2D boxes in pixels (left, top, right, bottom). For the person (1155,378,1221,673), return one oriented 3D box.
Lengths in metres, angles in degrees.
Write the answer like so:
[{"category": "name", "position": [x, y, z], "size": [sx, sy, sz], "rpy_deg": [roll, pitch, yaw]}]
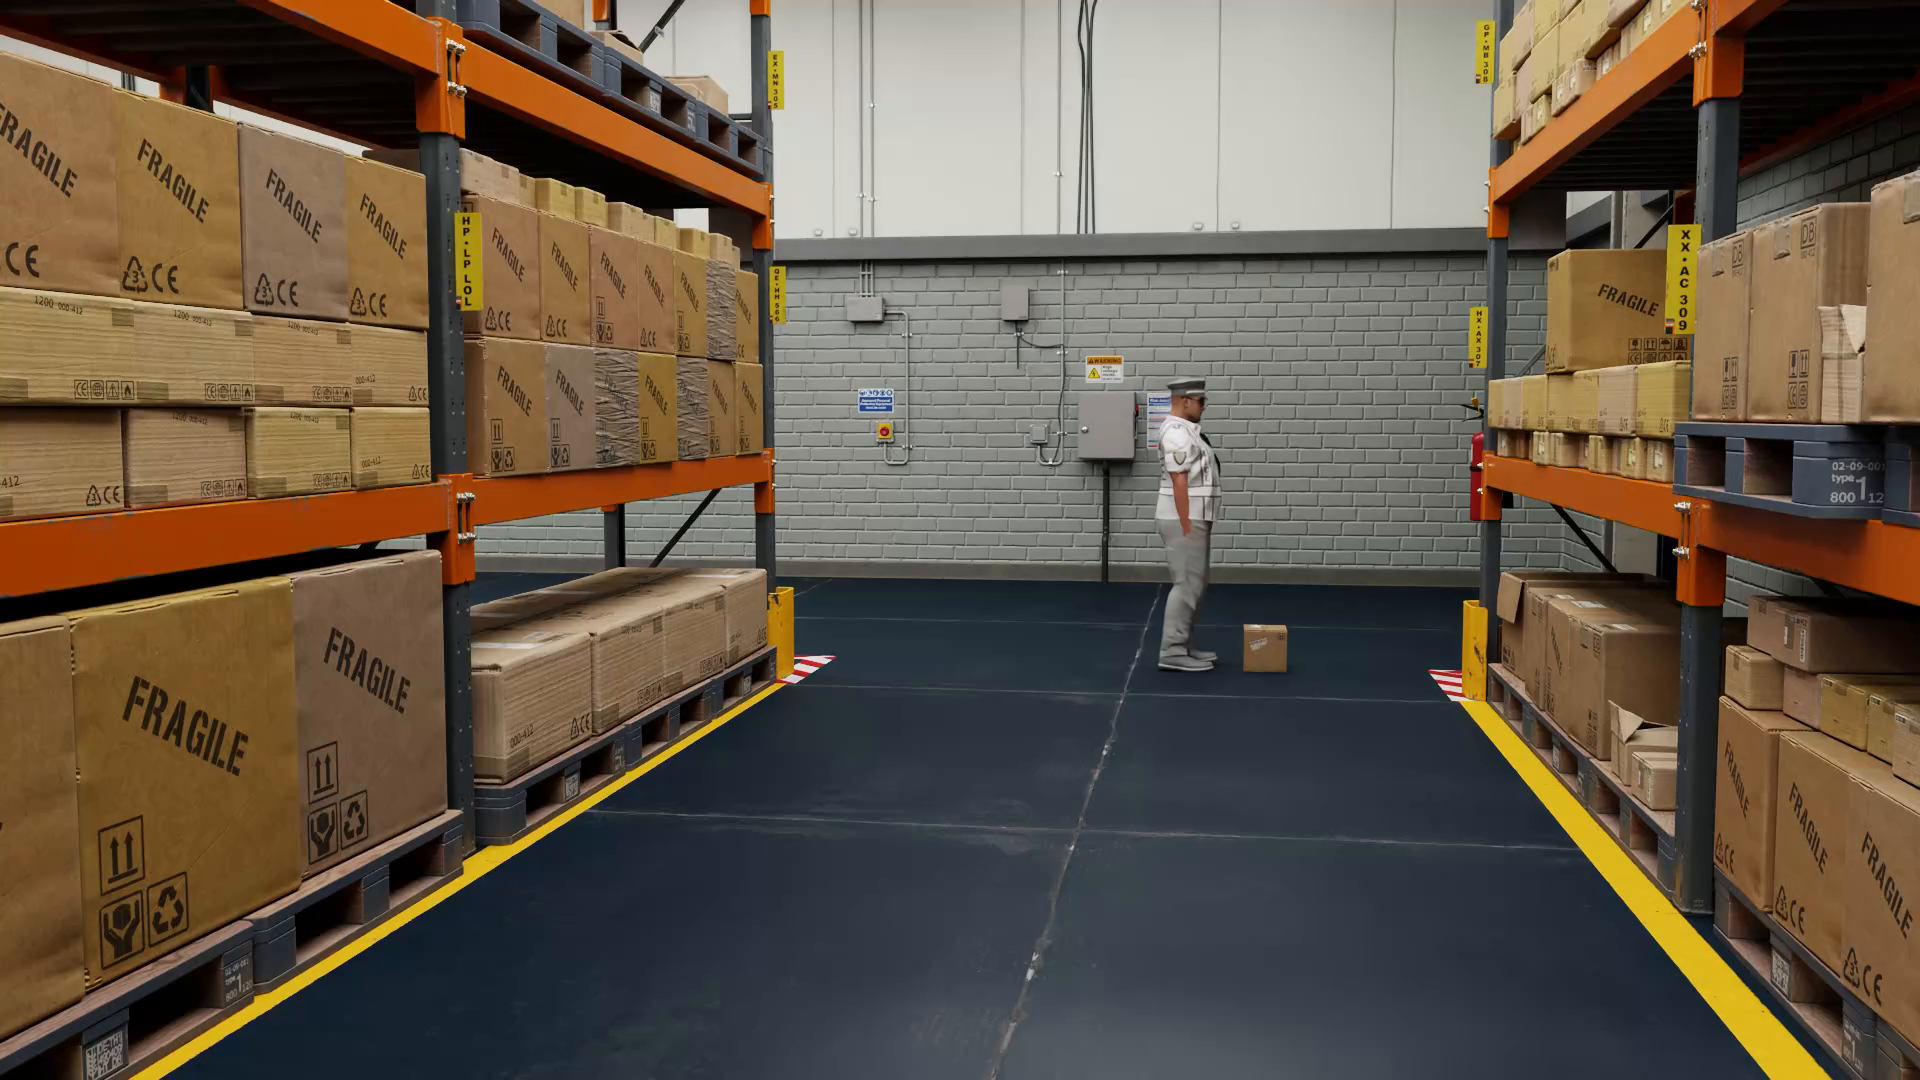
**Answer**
[{"category": "person", "position": [1.368, -0.100, 9.979], "size": [0.393, 1.743, 0.529], "rpy_deg": [1, 4, 10]}]
